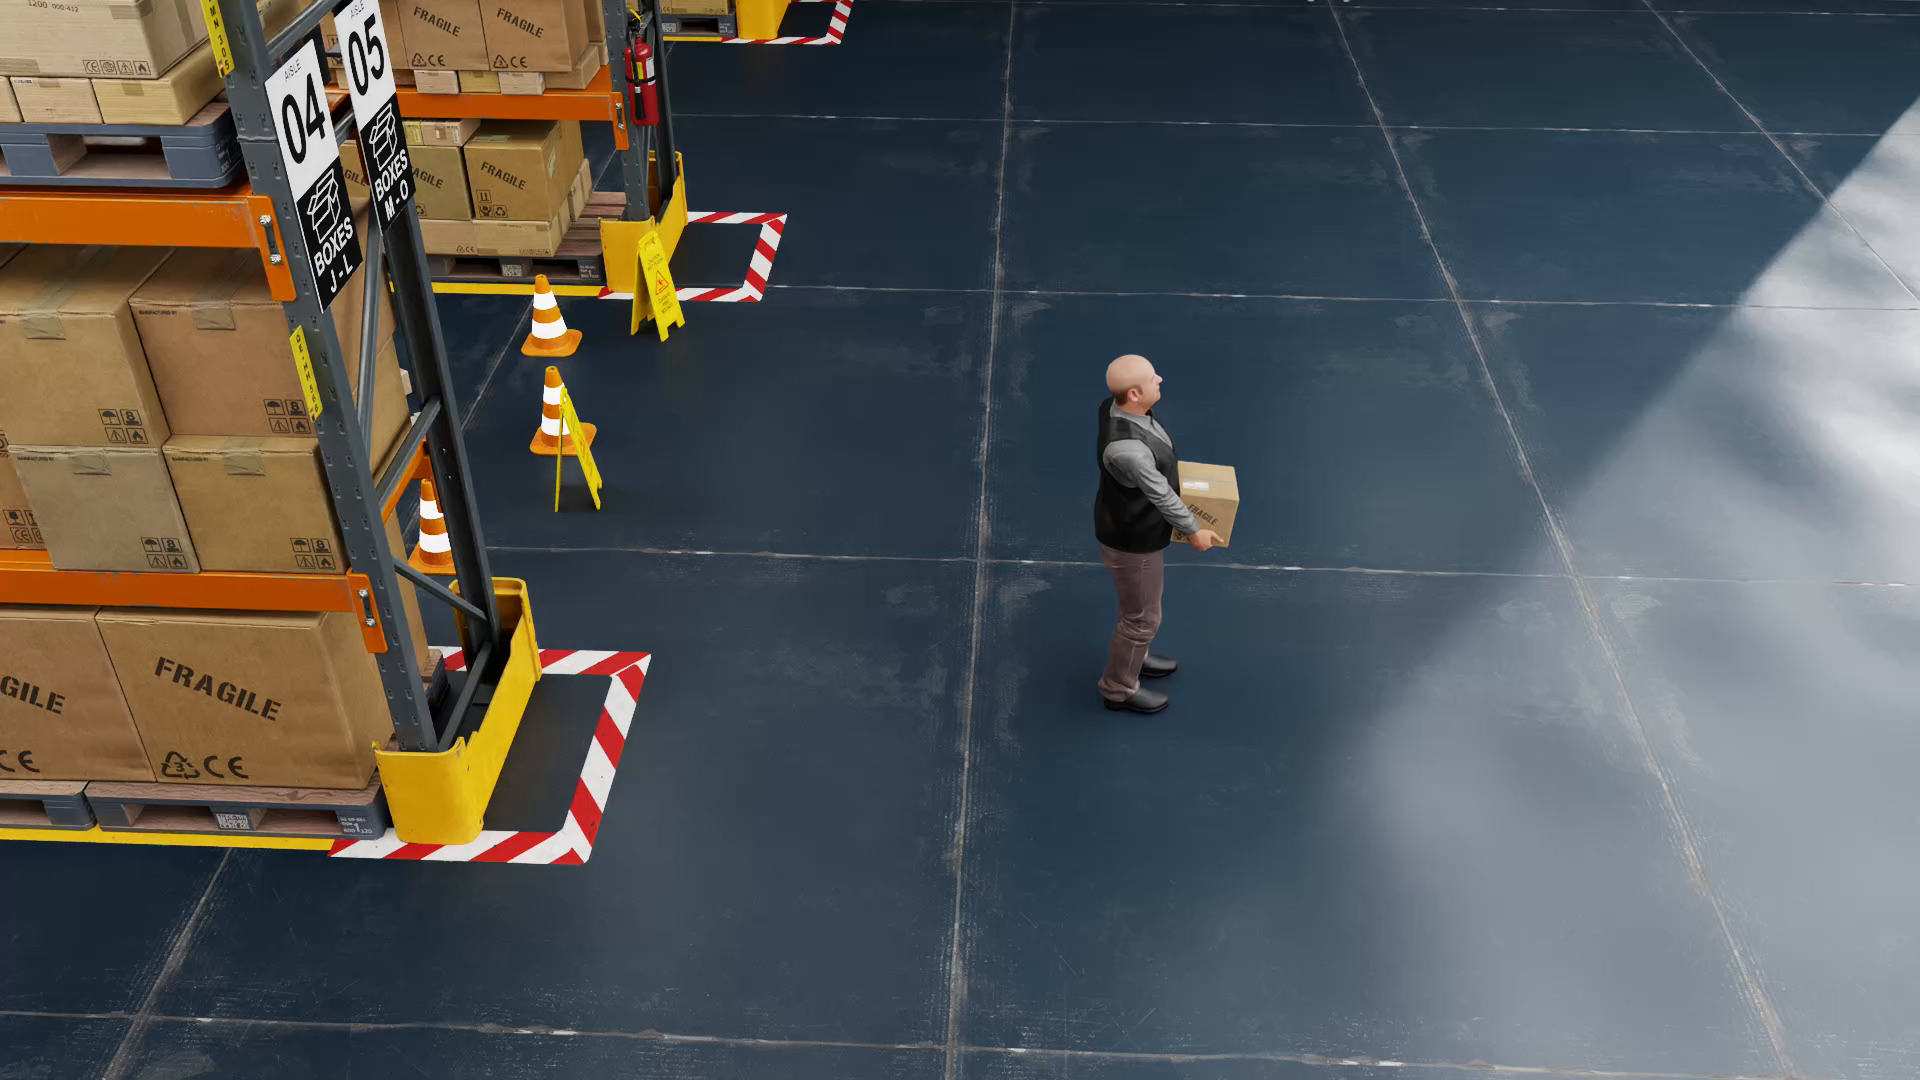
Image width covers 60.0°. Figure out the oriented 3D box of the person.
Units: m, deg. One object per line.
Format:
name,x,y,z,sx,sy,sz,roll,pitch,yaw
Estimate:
person,0.843,-0.032,7.192,0.551,1.712,0.494,1,35,2
